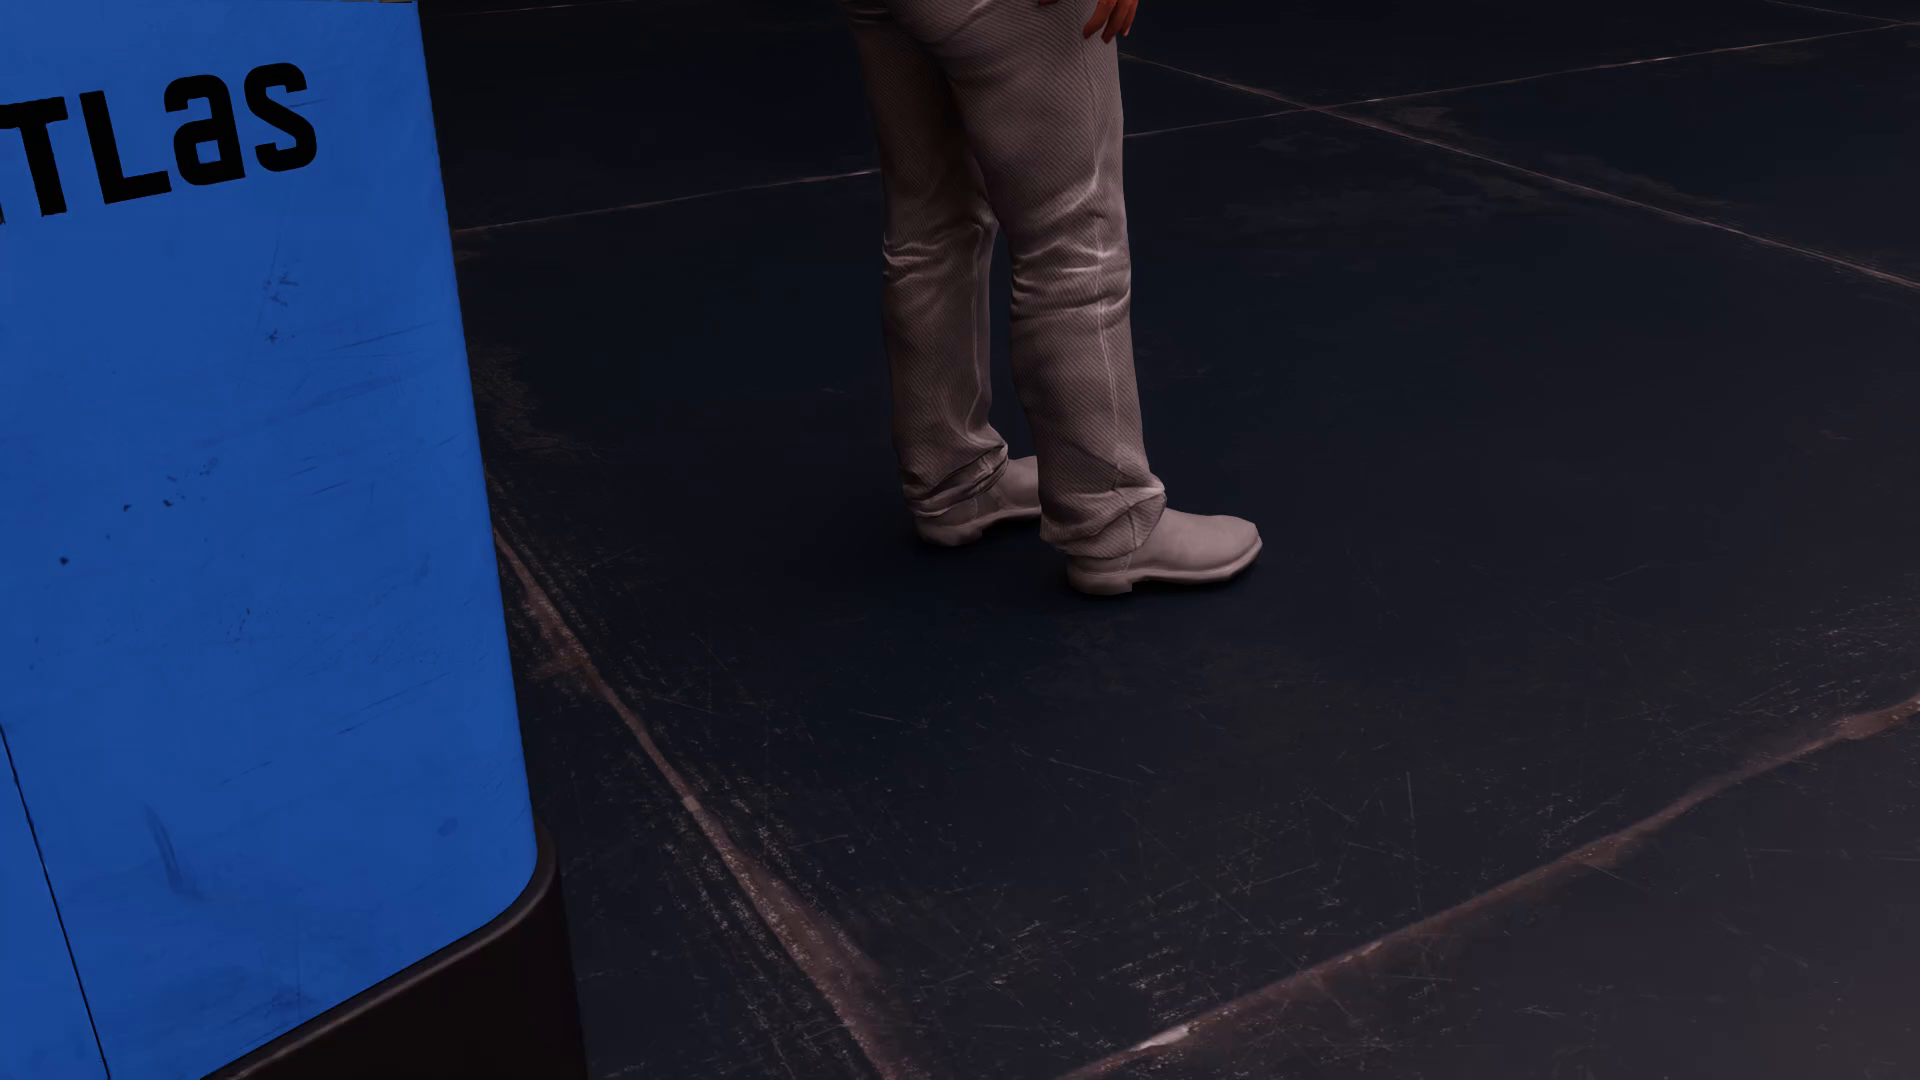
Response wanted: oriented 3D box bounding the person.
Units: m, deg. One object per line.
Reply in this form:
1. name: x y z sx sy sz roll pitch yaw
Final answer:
1. person: 0.058 -0.808 2.116 0.568 1.773 0.632 -15 30 -26

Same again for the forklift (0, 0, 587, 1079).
1. forklift: -1.700 -0.440 0.128 1.130 2.935 3.031 23 35 38
